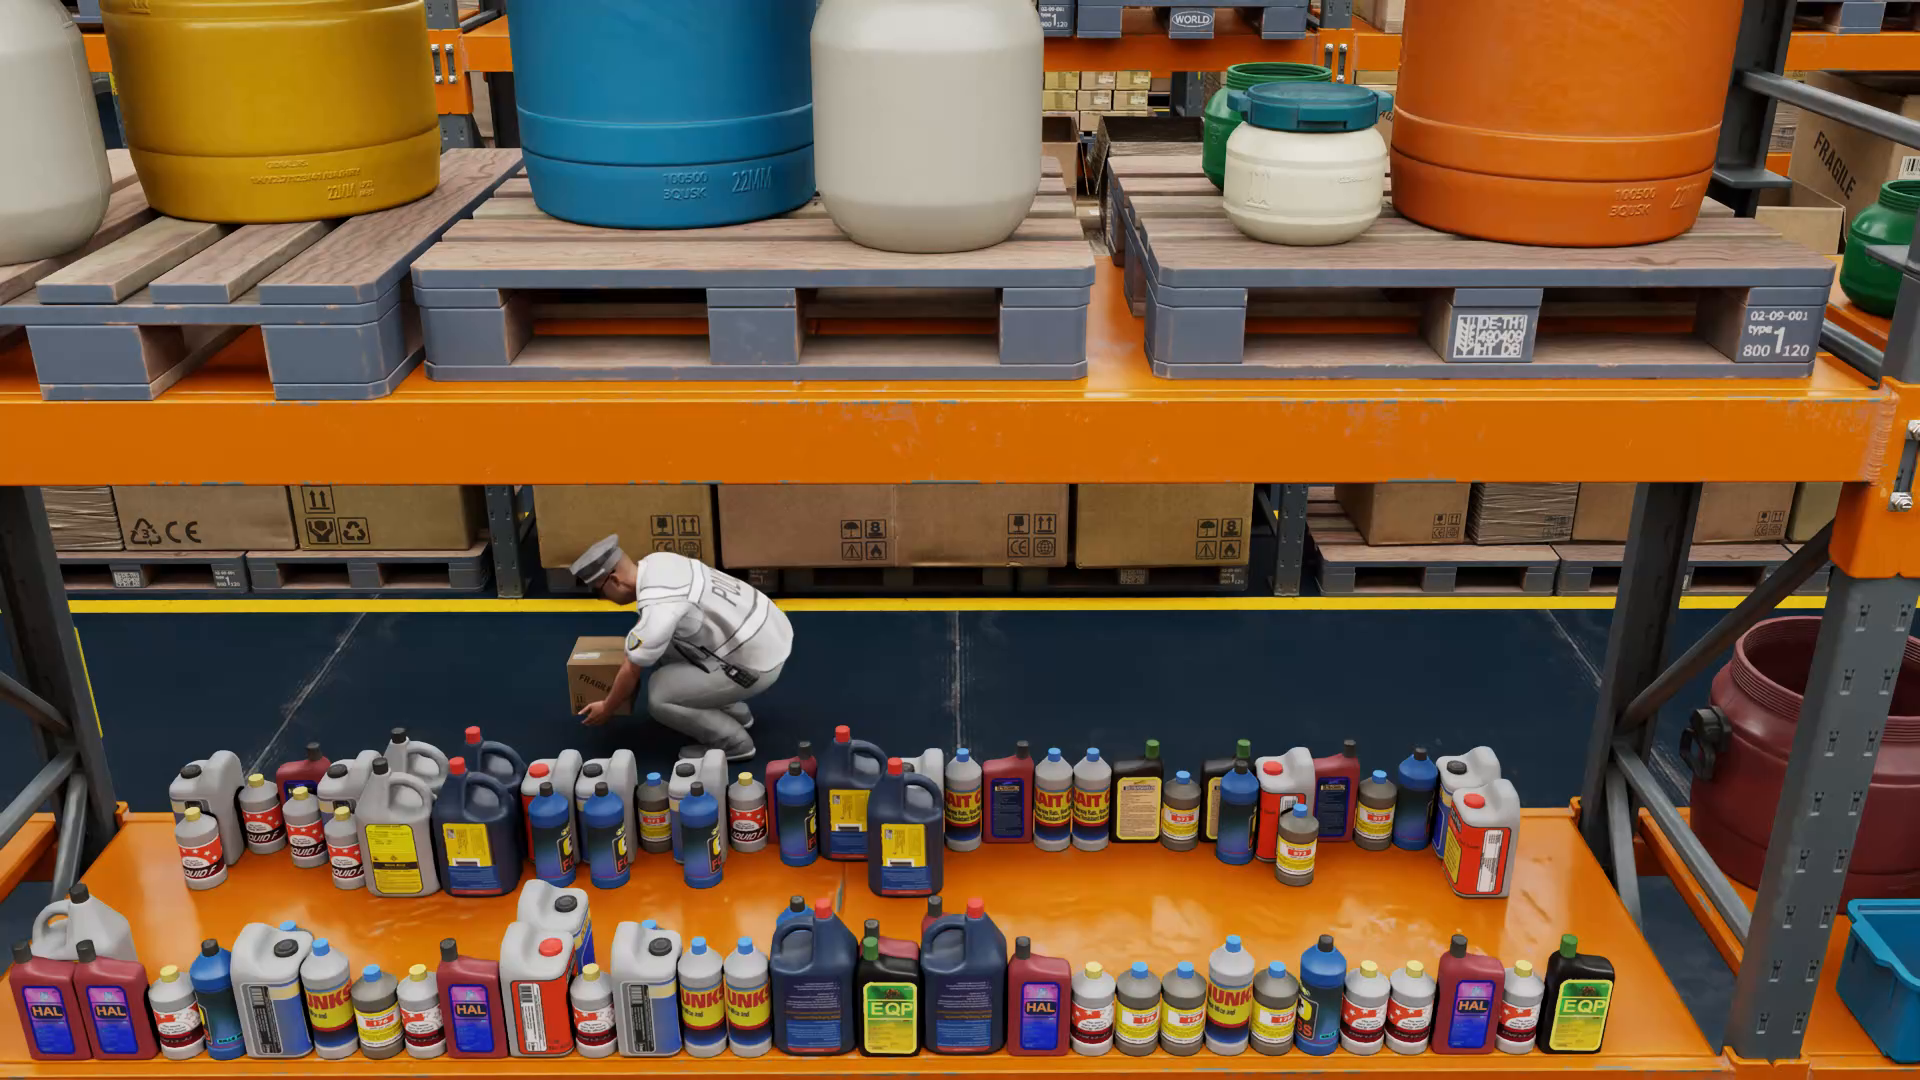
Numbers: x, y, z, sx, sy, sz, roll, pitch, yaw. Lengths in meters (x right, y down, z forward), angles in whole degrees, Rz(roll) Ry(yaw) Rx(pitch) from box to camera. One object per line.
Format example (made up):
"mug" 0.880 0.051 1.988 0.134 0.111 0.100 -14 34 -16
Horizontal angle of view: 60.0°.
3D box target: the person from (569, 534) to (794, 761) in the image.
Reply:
"person" -1.166 0.435 7.045 0.906 1.007 0.556 0 24 0
